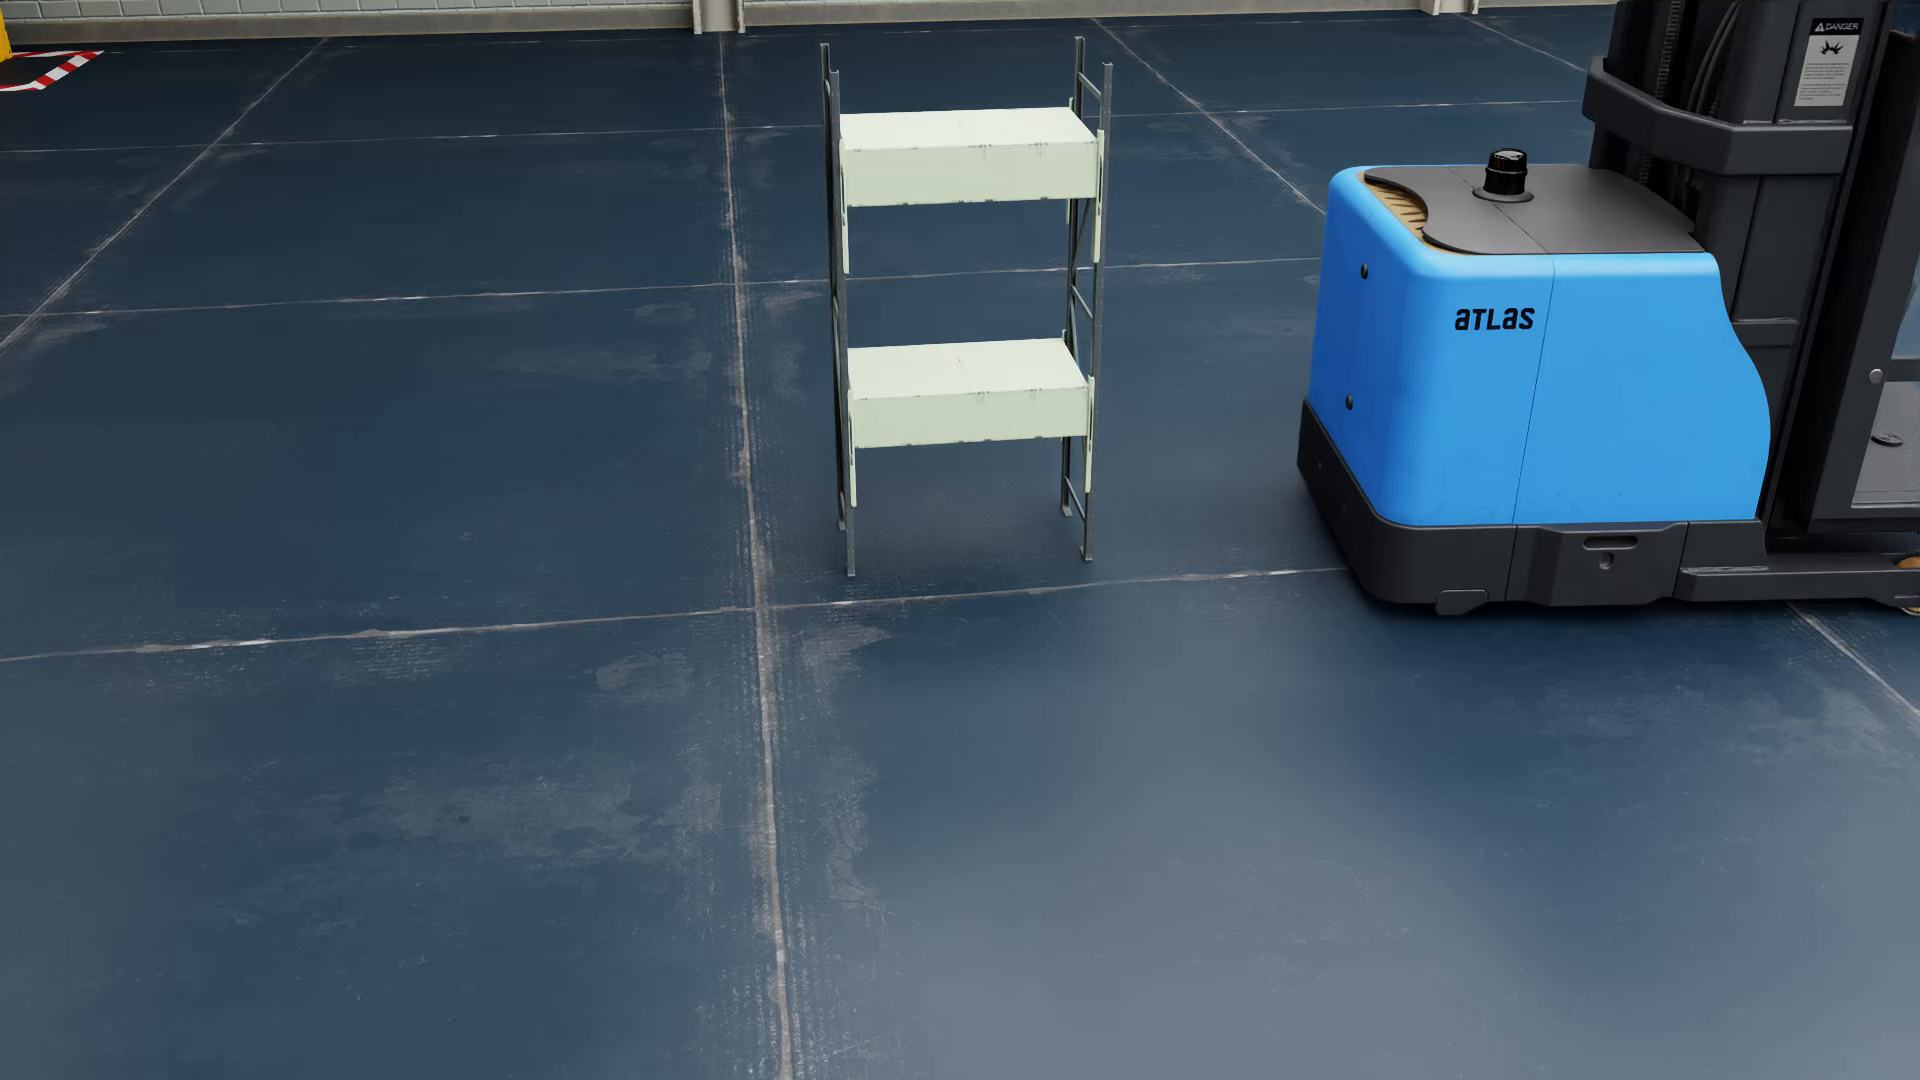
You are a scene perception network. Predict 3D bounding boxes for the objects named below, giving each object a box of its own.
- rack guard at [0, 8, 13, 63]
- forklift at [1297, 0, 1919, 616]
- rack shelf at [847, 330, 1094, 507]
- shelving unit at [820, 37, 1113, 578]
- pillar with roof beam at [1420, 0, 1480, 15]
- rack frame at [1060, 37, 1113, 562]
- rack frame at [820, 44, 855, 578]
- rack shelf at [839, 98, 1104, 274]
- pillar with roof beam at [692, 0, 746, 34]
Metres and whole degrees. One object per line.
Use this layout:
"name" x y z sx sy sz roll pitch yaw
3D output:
"rack guard" -6.992 -3.490 11.504 0.348 0.500 1.175 -4 27 -7
"forklift" 2.663 -1.328 4.627 3.031 2.935 1.130 -1 27 -2
"rack shelf" 0.007 -0.378 5.057 0.720 0.370 0.431 -4 27 -7
"shelving unit" 0.007 -0.668 4.908 0.755 1.500 0.431 -4 27 -7
"pillar with roof beam" 4.652 -6.450 7.963 0.400 9.000 9.100 -4 27 -7
"rack frame" 0.369 -0.691 4.954 0.023 1.500 0.400 -4 27 -7
"rack frame" -0.356 -0.644 4.863 0.023 1.500 0.400 -4 27 -7
"rack shelf" 0.007 -1.015 4.730 0.720 0.370 0.431 -4 27 -7
"pillar with roof beam" -1.289 -6.068 7.219 0.400 9.000 9.100 -4 27 -7
